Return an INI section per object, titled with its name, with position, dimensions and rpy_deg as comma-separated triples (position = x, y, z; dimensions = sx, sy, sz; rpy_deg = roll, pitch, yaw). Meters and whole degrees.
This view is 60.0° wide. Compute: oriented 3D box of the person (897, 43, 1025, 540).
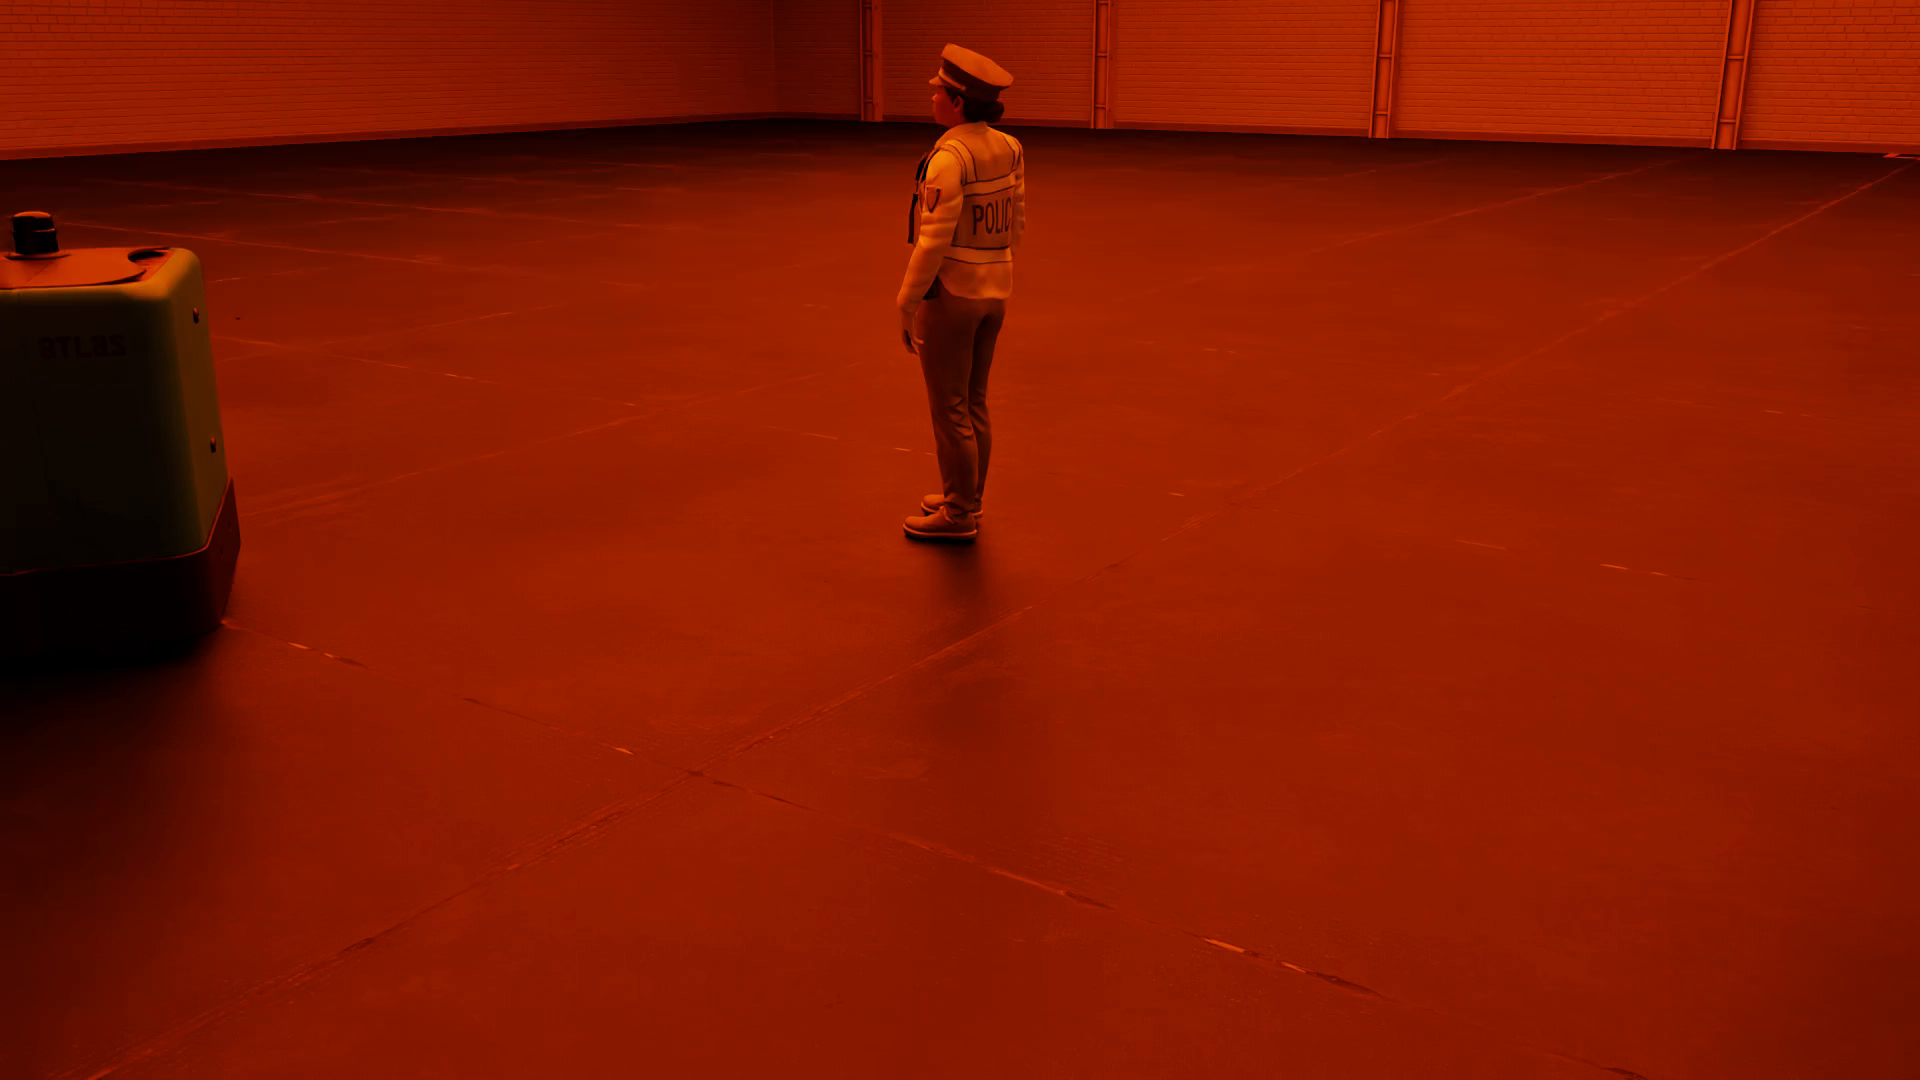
[person]
position = -0.052, -0.831, 5.745
dimensions = 0.534, 1.696, 0.587
rpy_deg = 11, 20, 33

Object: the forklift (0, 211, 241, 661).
[forklift]
position = -3.743, -1.067, 4.402
dimensions = 3.031, 2.935, 1.130
rpy_deg = -5, 18, -18
